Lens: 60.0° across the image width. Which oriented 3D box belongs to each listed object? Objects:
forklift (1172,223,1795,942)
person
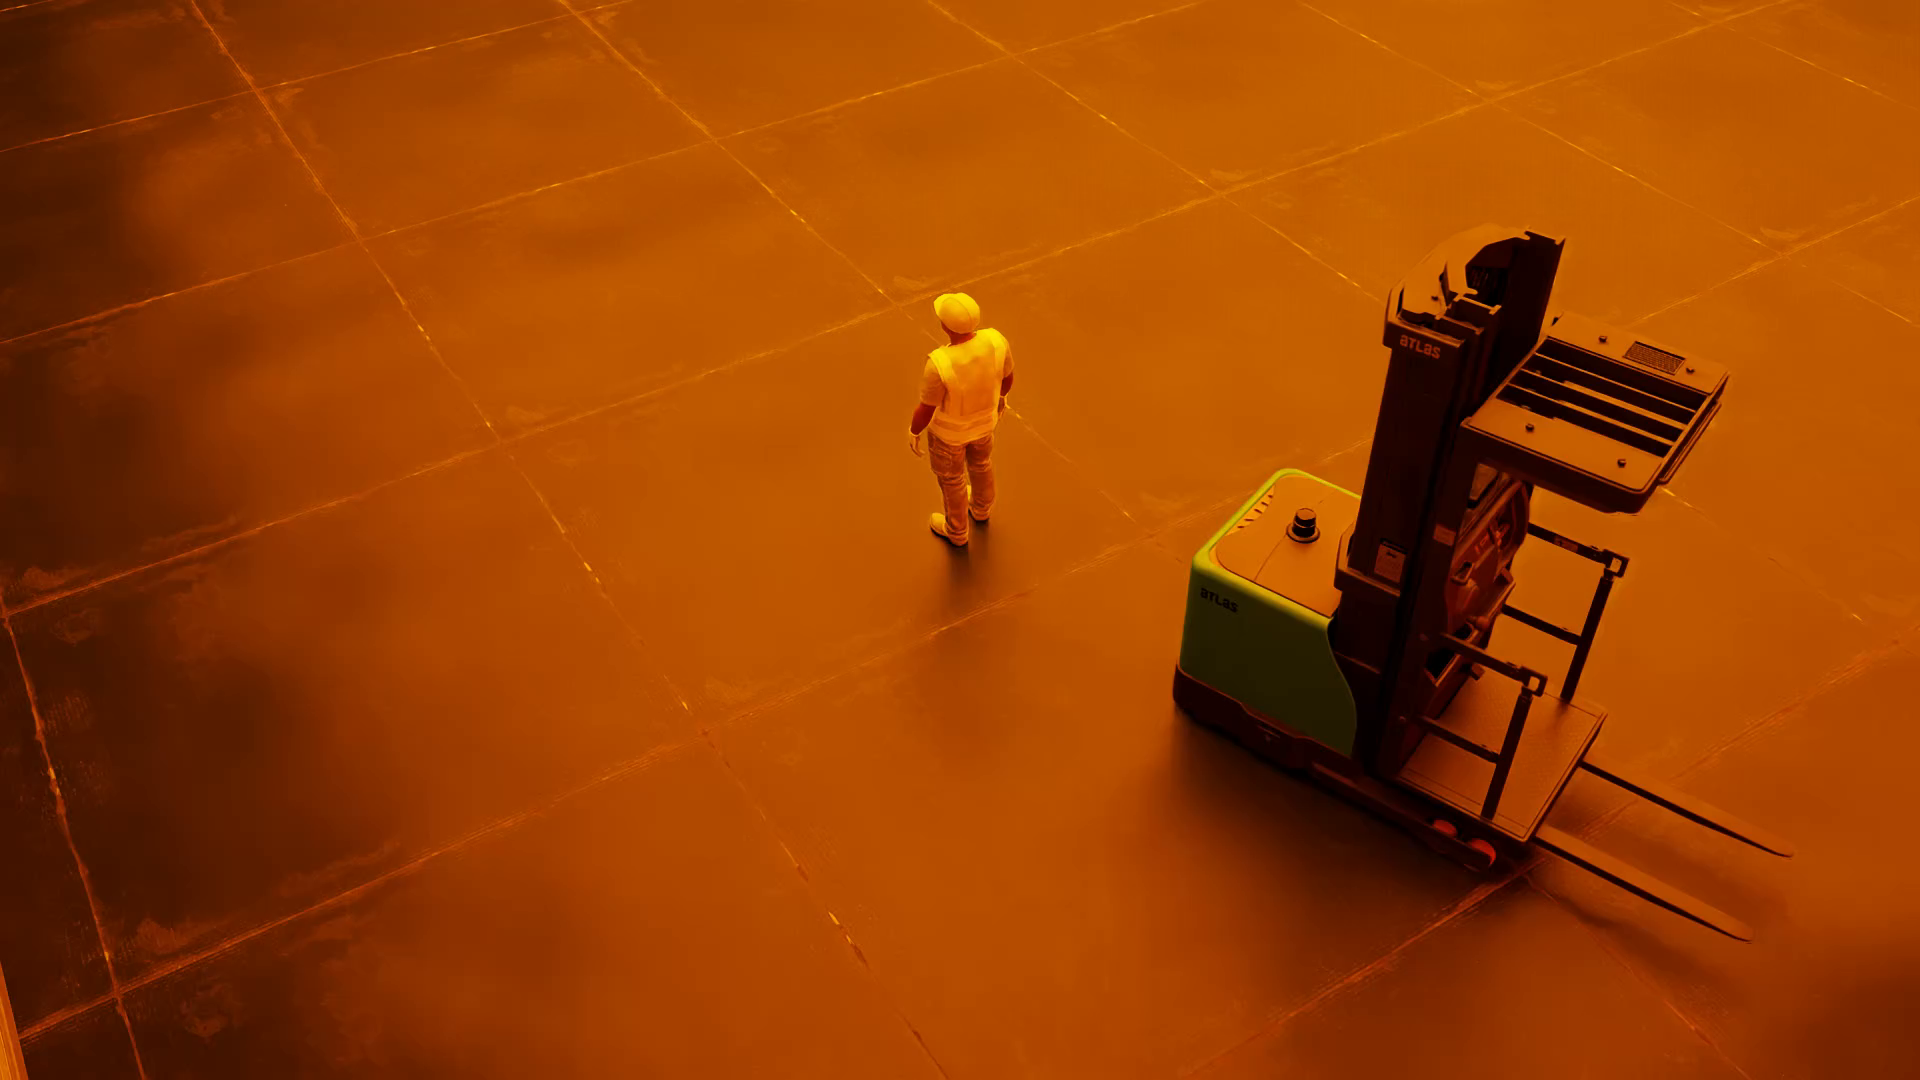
[{"bbox_3d":[2.634,0.135,7.717,3.031,2.935,1.130,27,48,27],"label":"forklift"},{"bbox_3d":[-0.032,-0.720,9.556,0.657,1.785,0.575,-23,46,-24],"label":"person"}]
